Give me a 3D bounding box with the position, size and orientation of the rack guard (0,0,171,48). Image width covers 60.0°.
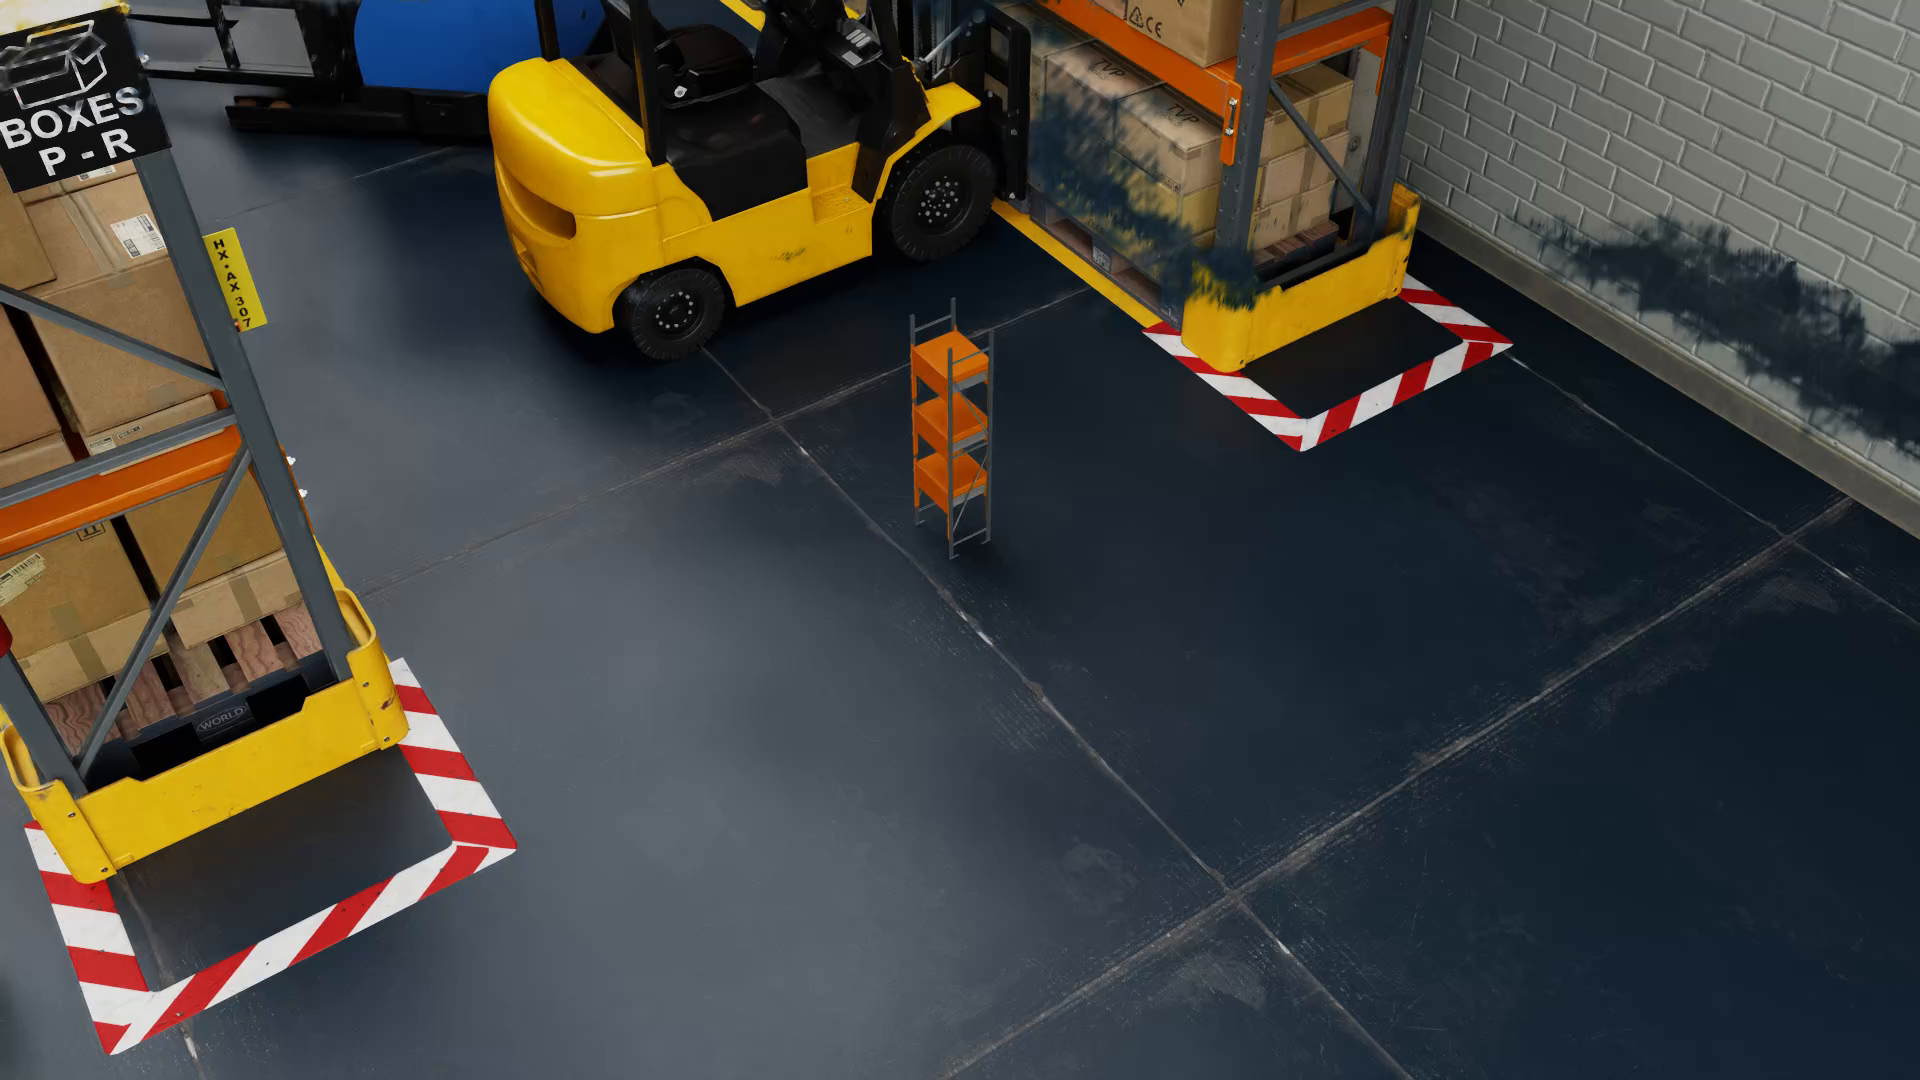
[{"bbox_3d":[-2.550,0.657,5.700,1.175,0.500,0.348,-26,49,-24],"label":"rack guard"}]
